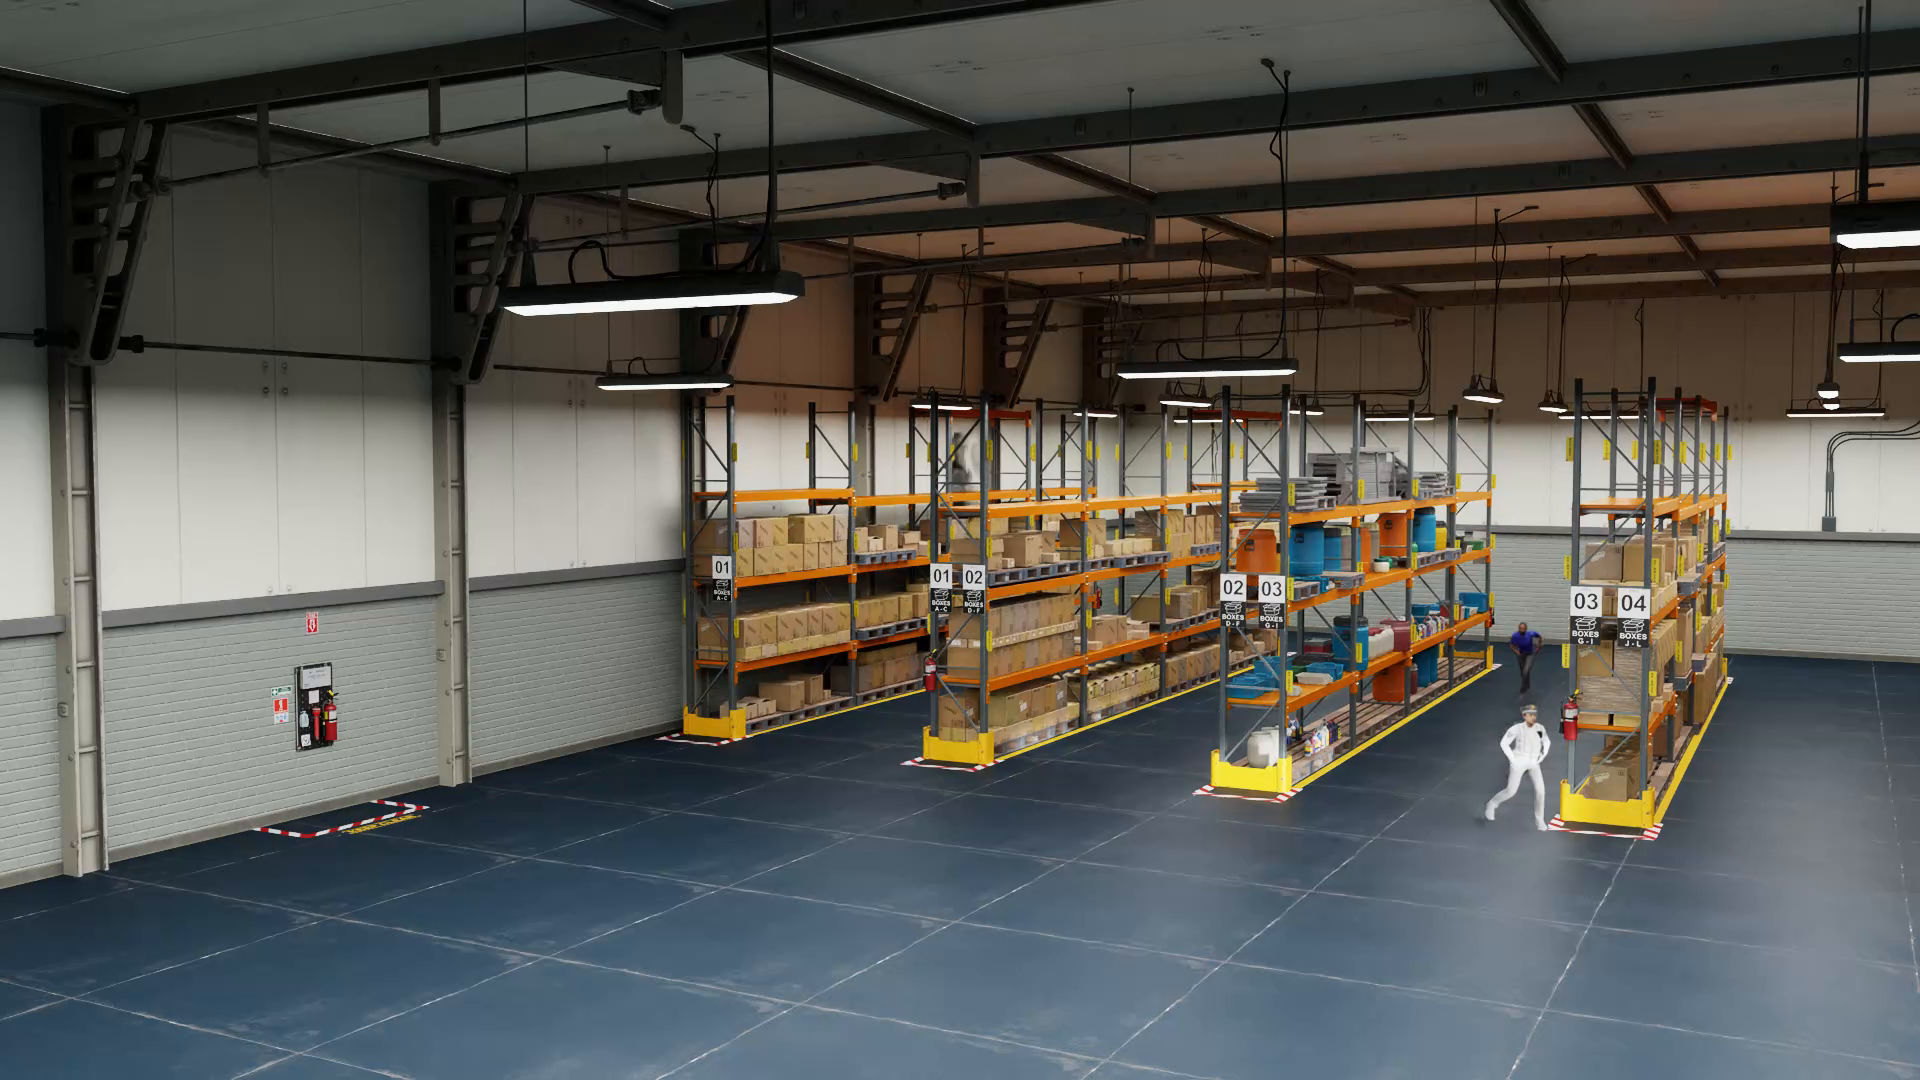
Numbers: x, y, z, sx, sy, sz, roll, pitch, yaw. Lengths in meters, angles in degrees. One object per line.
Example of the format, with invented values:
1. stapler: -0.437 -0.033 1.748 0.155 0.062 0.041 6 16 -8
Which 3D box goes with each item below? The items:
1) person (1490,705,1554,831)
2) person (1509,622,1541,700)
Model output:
1. person: 7.562 3.032 22.235 0.812 1.692 0.634 -1 3 -10
2. person: 11.578 2.446 34.050 0.610 1.615 0.973 1 3 24
